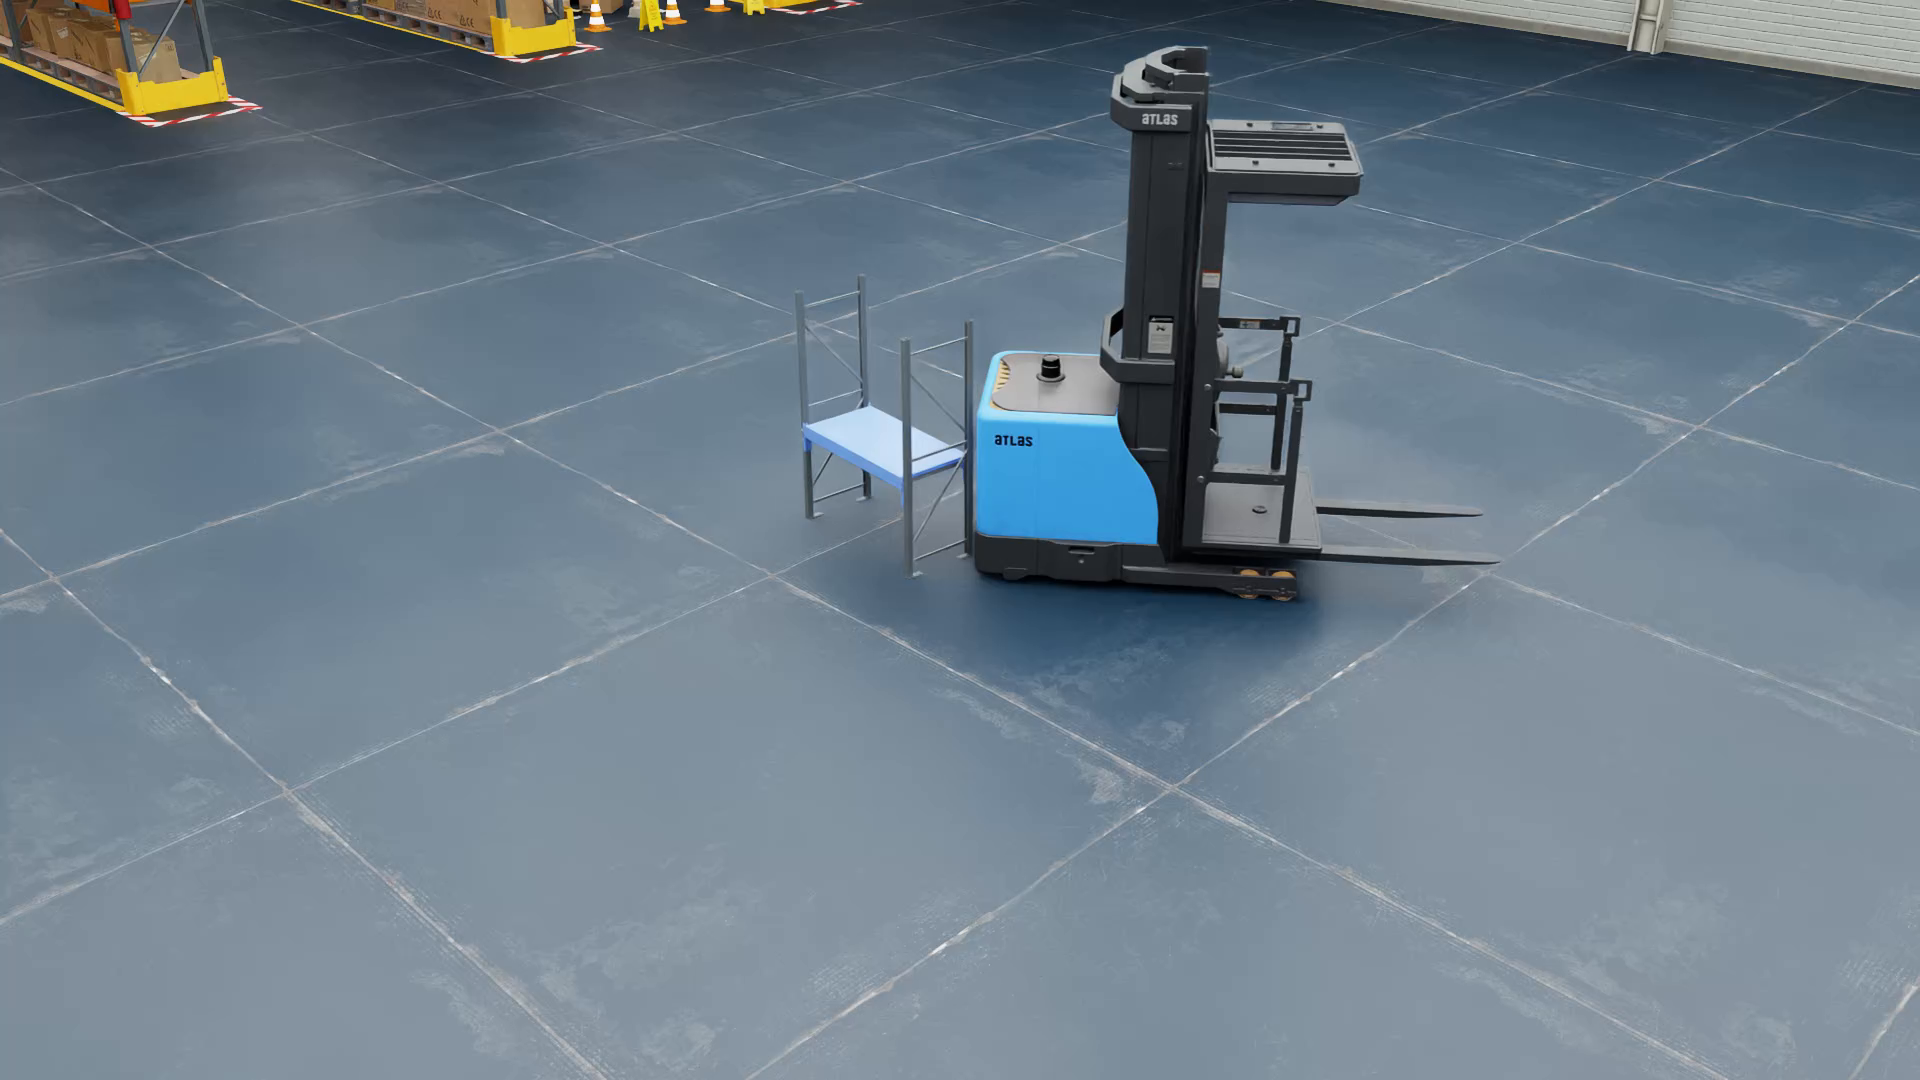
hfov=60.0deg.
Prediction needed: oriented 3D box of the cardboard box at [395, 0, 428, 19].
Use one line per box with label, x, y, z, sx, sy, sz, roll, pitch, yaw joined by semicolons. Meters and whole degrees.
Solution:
cardboard box;-7.787;-8.270;24.586;0.875;0.875;0.875;25;37;39

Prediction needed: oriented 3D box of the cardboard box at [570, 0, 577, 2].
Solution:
cardboard box;-6.281;-8.906;26.502;0.503;0.637;0.797;25;36;38

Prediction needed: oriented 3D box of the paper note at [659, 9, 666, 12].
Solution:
paper note;-4.650;-8.250;25.906;0.142;0.019;0.148;12;30;22

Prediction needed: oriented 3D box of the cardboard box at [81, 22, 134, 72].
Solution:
cardboard box;-10.846;-6.310;21.262;0.500;0.500;0.500;-21;34;-35

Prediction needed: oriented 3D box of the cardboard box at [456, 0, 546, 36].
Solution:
cardboard box;-6.509;-7.685;23.474;0.875;0.875;0.875;25;37;39

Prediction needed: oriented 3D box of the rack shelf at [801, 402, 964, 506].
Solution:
rack shelf;-0.449;-0.531;10.034;0.538;0.185;1.000;-21;34;-34

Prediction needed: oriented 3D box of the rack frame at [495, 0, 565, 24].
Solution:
rack frame;-5.979;-8.240;22.698;0.127;3.000;1.000;25;36;38

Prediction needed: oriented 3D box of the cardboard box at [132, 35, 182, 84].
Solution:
cardboard box;-9.962;-5.916;20.513;0.500;0.500;0.500;-18;33;-30

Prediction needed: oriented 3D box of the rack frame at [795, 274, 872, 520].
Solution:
rack frame;-0.774;-0.872;10.297;0.500;1.500;0.032;-21;34;-34

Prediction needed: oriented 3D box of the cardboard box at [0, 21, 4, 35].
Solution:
cardboard box;-13.131;-7.390;23.294;0.500;0.500;0.700;24;36;38

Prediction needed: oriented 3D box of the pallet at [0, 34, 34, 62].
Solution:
pallet;-12.937;-6.952;23.244;1.213;0.211;1.003;25;36;38

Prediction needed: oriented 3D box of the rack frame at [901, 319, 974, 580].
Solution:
rack frame;-0.124;-0.508;9.605;0.500;1.500;0.032;-21;34;-34

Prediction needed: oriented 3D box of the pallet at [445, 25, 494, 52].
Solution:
pallet;-6.604;-7.241;23.794;1.213;0.211;1.003;25;36;38

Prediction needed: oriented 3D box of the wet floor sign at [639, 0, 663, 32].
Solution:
wet floor sign;-4.570;-7.846;24.478;0.232;0.644;0.267;18;33;30

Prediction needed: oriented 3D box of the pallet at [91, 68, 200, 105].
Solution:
pallet;-10.137;-5.695;20.853;1.213;0.211;1.003;25;36;38

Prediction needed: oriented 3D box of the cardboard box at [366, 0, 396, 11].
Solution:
cardboard box;-8.432;-8.562;25.143;0.875;0.875;0.875;-25;36;-38

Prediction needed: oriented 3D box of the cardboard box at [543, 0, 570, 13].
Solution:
cardboard box;-6.315;-8.386;25.912;0.396;0.266;0.258;-18;33;-31

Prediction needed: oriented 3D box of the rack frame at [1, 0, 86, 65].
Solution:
rack frame;-12.381;-7.932;22.113;0.127;3.000;1.000;25;36;38

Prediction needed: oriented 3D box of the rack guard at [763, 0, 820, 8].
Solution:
rack guard;-2.635;-8.834;26.514;0.348;0.500;1.175;25;36;38

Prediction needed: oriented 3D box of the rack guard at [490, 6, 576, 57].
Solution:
rack guard;-5.962;-7.126;23.265;0.348;0.500;1.175;25;36;38

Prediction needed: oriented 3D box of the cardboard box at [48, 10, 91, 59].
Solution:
cardboard box;-11.710;-6.684;21.973;0.500;0.500;0.500;-13;31;-24

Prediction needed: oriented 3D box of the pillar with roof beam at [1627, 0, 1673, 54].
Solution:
pillar with roof beam;6.571;-9.402;18.461;0.400;9.000;9.100;25;36;38

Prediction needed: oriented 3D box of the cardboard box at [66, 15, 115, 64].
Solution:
cardboard box;-11.212;-6.507;21.637;0.500;0.500;0.500;21;34;34

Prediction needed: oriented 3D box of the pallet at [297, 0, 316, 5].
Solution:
pallet;-10.309;-8.936;27.018;1.213;0.211;1.003;25;36;38

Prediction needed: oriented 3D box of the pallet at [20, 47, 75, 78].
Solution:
pallet;-11.877;-6.491;22.367;1.213;0.211;1.003;25;36;38

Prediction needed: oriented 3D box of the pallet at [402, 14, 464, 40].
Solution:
pallet;-7.470;-7.639;24.551;1.213;0.211;1.003;25;36;38

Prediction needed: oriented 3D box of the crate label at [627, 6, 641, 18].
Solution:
crate label;-4.932;-8.118;25.541;0.298;0.136;0.250;7;29;13

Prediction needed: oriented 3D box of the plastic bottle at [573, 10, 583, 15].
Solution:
plastic bottle;-5.982;-8.156;25.695;0.283;0.061;0.133;12;30;22

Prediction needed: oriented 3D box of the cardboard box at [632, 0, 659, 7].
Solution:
cardboard box;-4.931;-8.411;26.087;0.380;0.149;0.250;-7;29;-14

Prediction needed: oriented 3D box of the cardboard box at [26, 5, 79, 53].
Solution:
cardboard box;-12.124;-6.868;22.323;0.500;0.500;0.500;23;36;37

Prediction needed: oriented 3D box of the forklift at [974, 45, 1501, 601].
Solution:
forklift;1.636;-1.209;9.401;3.031;2.935;1.130;3;28;6

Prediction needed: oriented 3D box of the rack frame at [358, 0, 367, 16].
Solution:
rack frame;-8.831;-9.545;25.180;0.127;3.000;1.000;25;36;38

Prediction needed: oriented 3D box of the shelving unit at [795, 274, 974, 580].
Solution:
shelving unit;-0.449;-0.690;9.951;0.538;1.500;1.048;-21;34;-34

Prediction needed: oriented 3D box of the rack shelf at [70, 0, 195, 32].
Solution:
rack shelf;-10.955;-6.961;21.039;4.000;0.370;1.077;25;36;38

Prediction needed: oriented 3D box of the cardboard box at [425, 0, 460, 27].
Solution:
cardboard box;-7.138;-7.971;24.019;0.875;0.875;0.875;24;36;38

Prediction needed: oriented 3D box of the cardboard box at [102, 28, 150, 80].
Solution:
cardboard box;-10.412;-6.100;20.862;0.500;0.500;0.500;-15;31;-27

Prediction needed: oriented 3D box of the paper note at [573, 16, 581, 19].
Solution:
paper note;-5.877;-7.987;25.408;0.144;0.017;0.142;-13;30;-22

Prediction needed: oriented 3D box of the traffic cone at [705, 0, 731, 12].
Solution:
traffic cone;-3.792;-8.505;25.928;0.334;0.463;0.336;25;36;38

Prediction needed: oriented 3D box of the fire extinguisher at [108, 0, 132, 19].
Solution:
fire extinguisher;-9.770;-6.403;19.287;0.183;0.674;0.296;25;36;38

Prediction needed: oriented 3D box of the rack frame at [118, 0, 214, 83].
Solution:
rack frame;-9.529;-6.627;19.630;0.127;3.000;1.000;25;36;38

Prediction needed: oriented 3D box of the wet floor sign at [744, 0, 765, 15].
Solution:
wet floor sign;-3.195;-8.457;25.640;0.267;0.644;0.232;-13;30;-22

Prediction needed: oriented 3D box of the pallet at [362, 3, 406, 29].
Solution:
pallet;-8.344;-8.037;25.308;1.213;0.211;1.003;25;36;38

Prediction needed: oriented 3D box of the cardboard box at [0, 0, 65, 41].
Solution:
cardboard box;-12.804;-7.228;22.987;0.500;0.500;0.700;21;34;35

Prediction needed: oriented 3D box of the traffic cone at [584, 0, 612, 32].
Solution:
traffic cone;-5.362;-7.762;24.514;0.334;0.463;0.336;25;36;38

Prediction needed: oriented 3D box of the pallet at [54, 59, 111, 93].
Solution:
pallet;-11.003;-6.093;21.610;1.213;0.211;1.003;25;36;38

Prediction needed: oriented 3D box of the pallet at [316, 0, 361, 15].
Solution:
pallet;-9.434;-8.538;26.261;1.213;0.211;1.003;25;36;38

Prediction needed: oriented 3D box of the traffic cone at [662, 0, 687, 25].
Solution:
traffic cone;-4.328;-8.026;25.017;0.334;0.463;0.336;25;36;38

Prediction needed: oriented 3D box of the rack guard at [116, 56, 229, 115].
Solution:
rack guard;-9.583;-5.546;20.259;0.348;0.500;1.175;25;36;38

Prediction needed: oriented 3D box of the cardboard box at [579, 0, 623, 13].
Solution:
cardboard box;-5.608;-8.544;25.958;0.637;0.503;0.797;2;28;4
